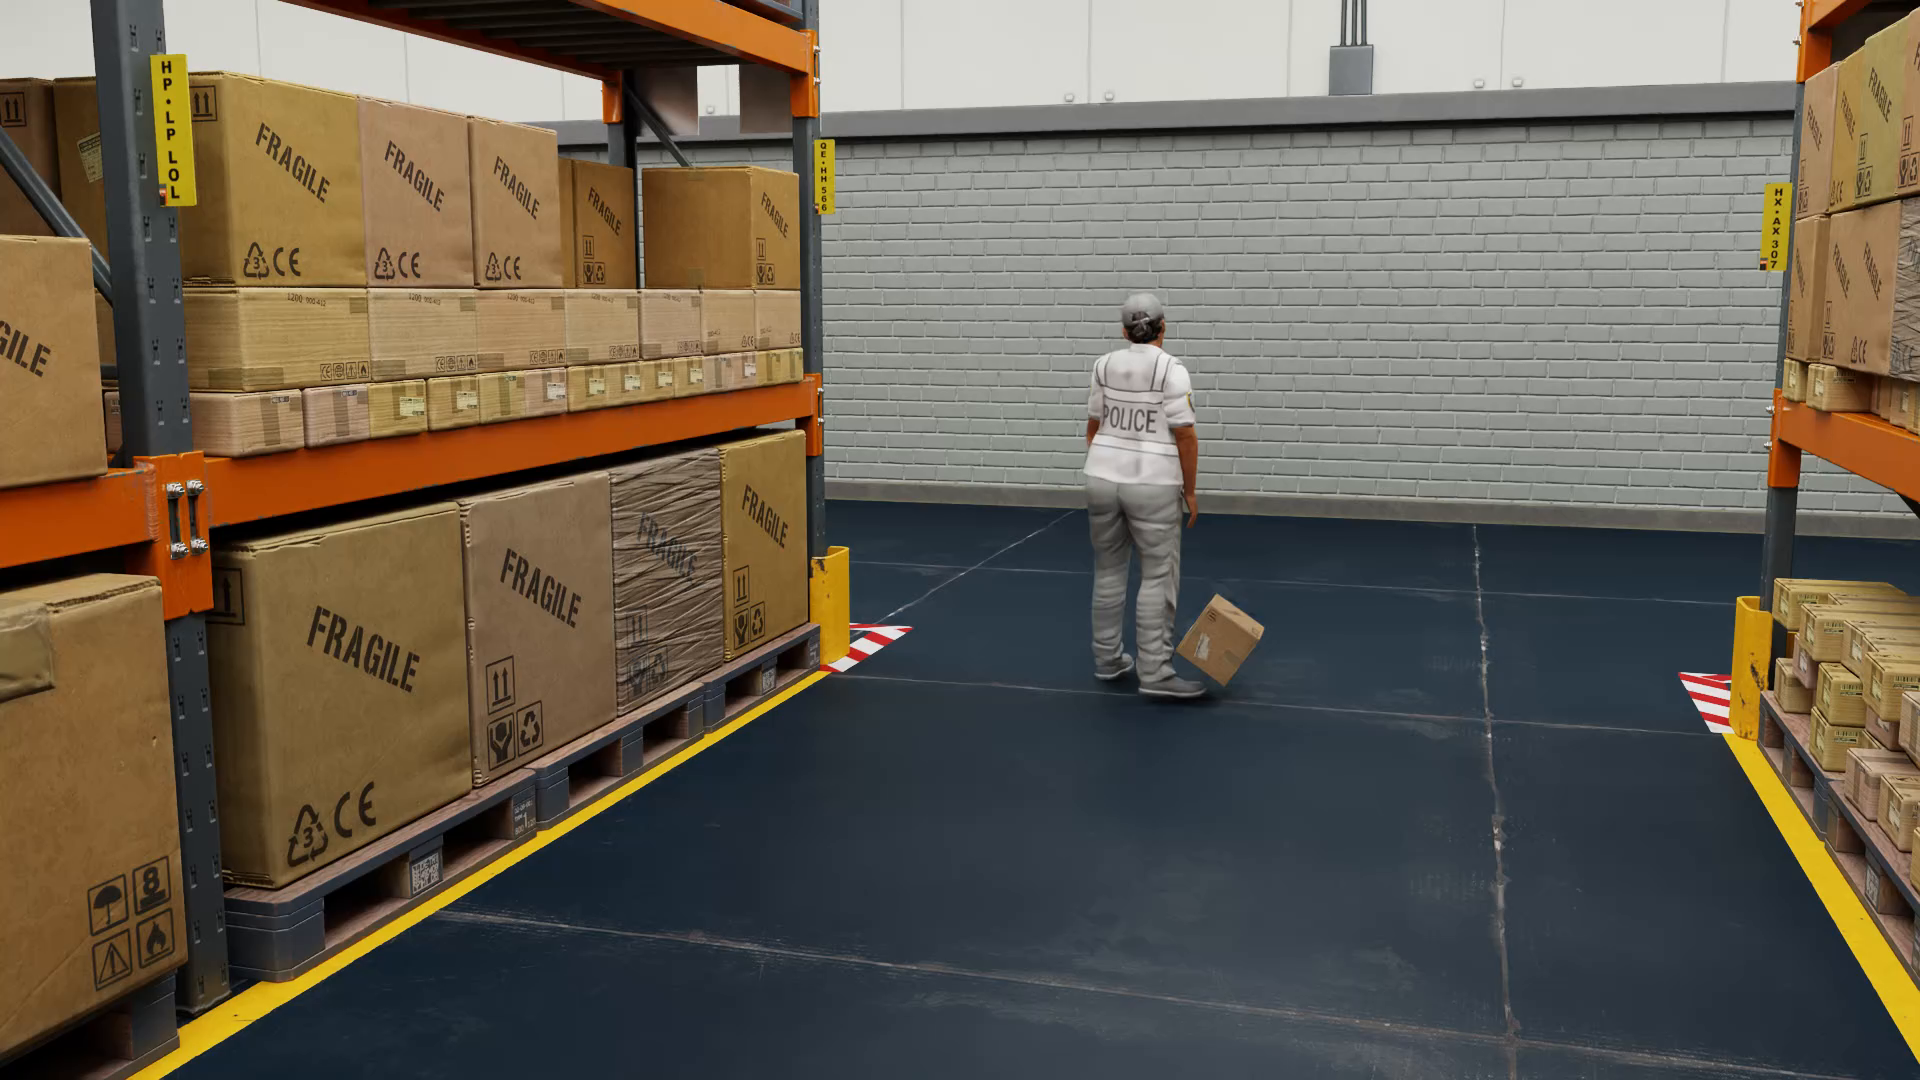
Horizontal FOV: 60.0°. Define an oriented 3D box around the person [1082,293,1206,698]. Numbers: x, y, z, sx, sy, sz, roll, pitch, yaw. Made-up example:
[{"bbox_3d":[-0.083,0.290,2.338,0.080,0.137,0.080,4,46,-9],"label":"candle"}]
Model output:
[{"bbox_3d":[0.779,-0.195,6.995,0.578,1.673,0.445,6,11,37],"label":"person"}]
